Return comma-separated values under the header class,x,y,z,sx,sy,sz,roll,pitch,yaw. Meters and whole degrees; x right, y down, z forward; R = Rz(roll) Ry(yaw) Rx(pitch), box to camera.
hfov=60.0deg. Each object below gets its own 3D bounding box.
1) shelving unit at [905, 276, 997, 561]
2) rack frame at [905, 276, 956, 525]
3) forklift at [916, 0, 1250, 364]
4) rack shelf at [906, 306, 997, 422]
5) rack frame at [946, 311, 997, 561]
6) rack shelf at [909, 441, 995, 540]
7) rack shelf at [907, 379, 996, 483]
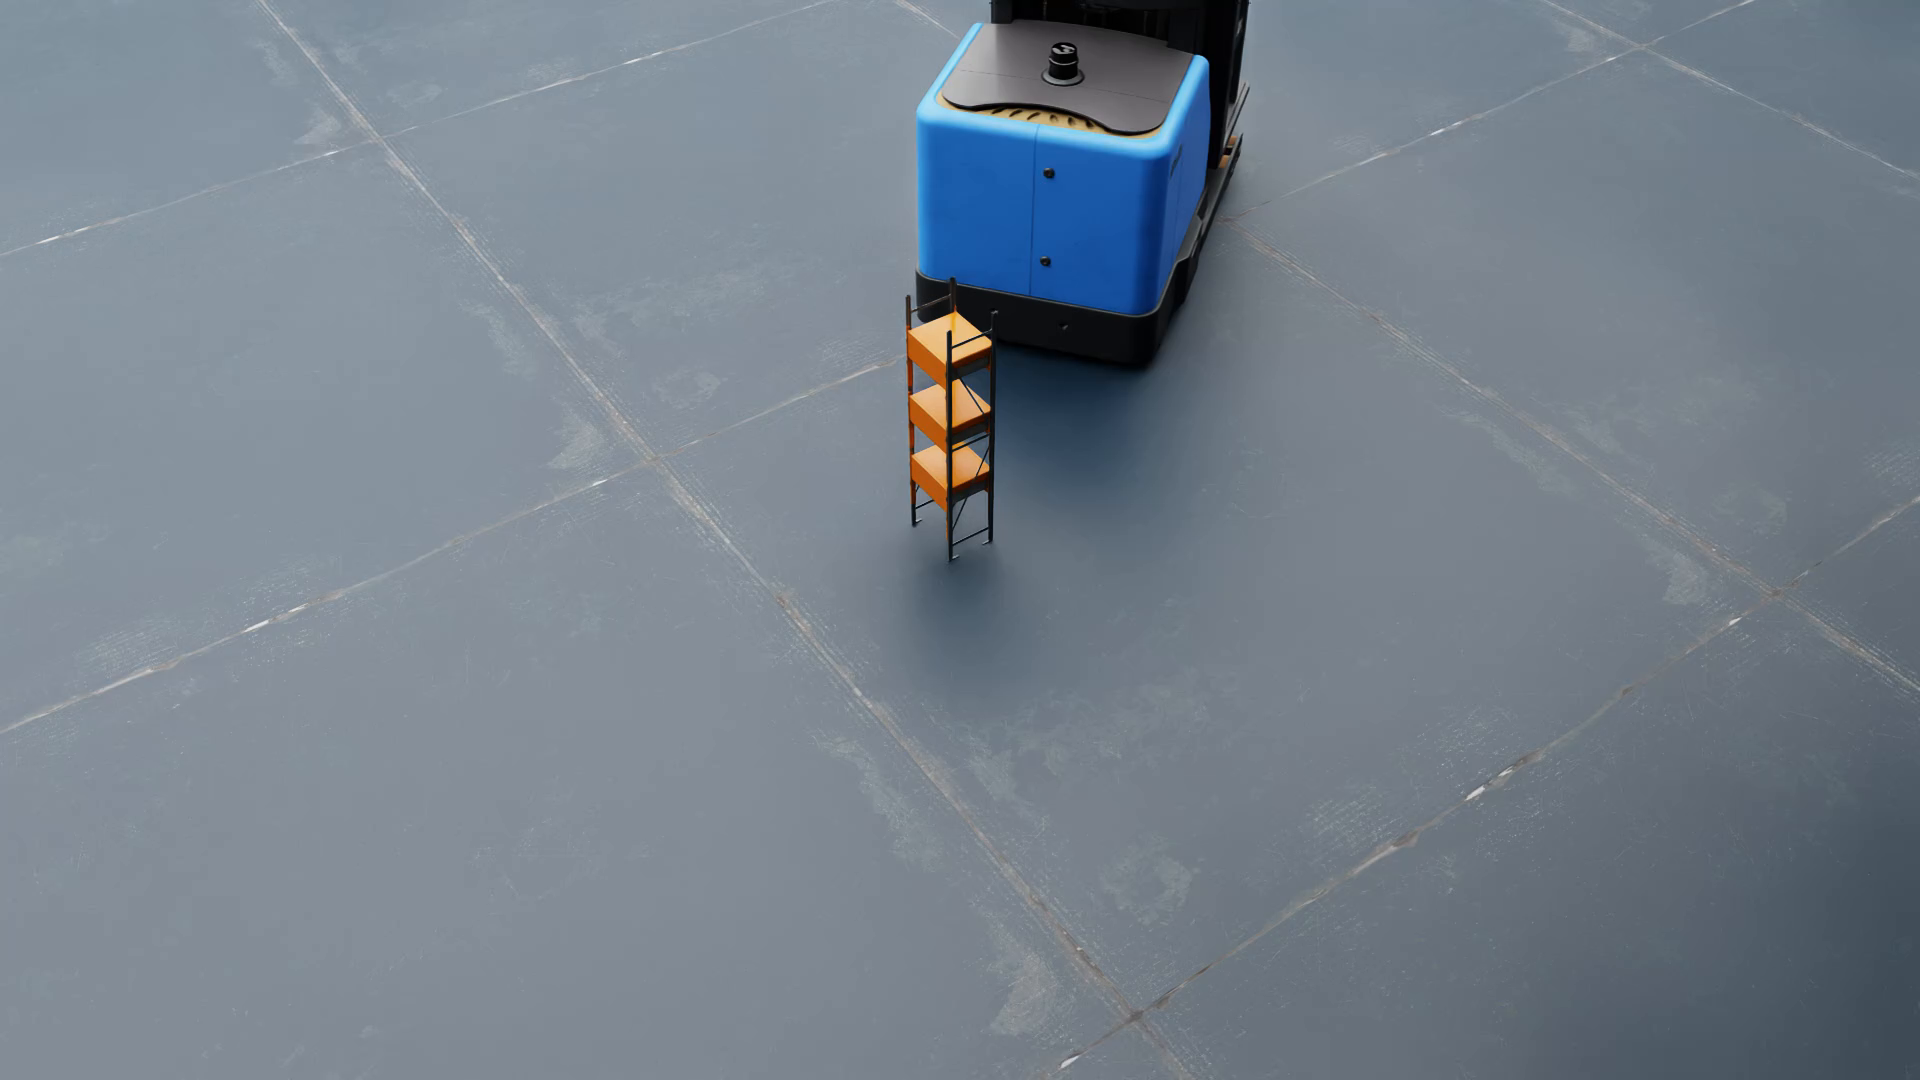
class,x,y,z,sx,sy,sz,roll,pitch,yaw
shelving unit,-0.031,-0.410,5.919,0.215,1.050,0.252,-26,49,-24
rack frame,-0.100,-0.479,5.992,0.200,1.050,0.008,-26,49,-24
forklift,0.747,-2.826,7.087,1.130,2.935,3.031,12,45,13
rack shelf,-0.031,-0.608,5.731,0.215,0.259,0.240,-26,49,-24
rack frame,0.039,-0.341,5.847,0.200,1.050,0.008,-26,49,-24
rack shelf,-0.031,-0.201,6.118,0.215,0.259,0.240,-26,49,-24
rack shelf,-0.031,-0.402,5.927,0.215,0.259,0.240,-26,49,-24
